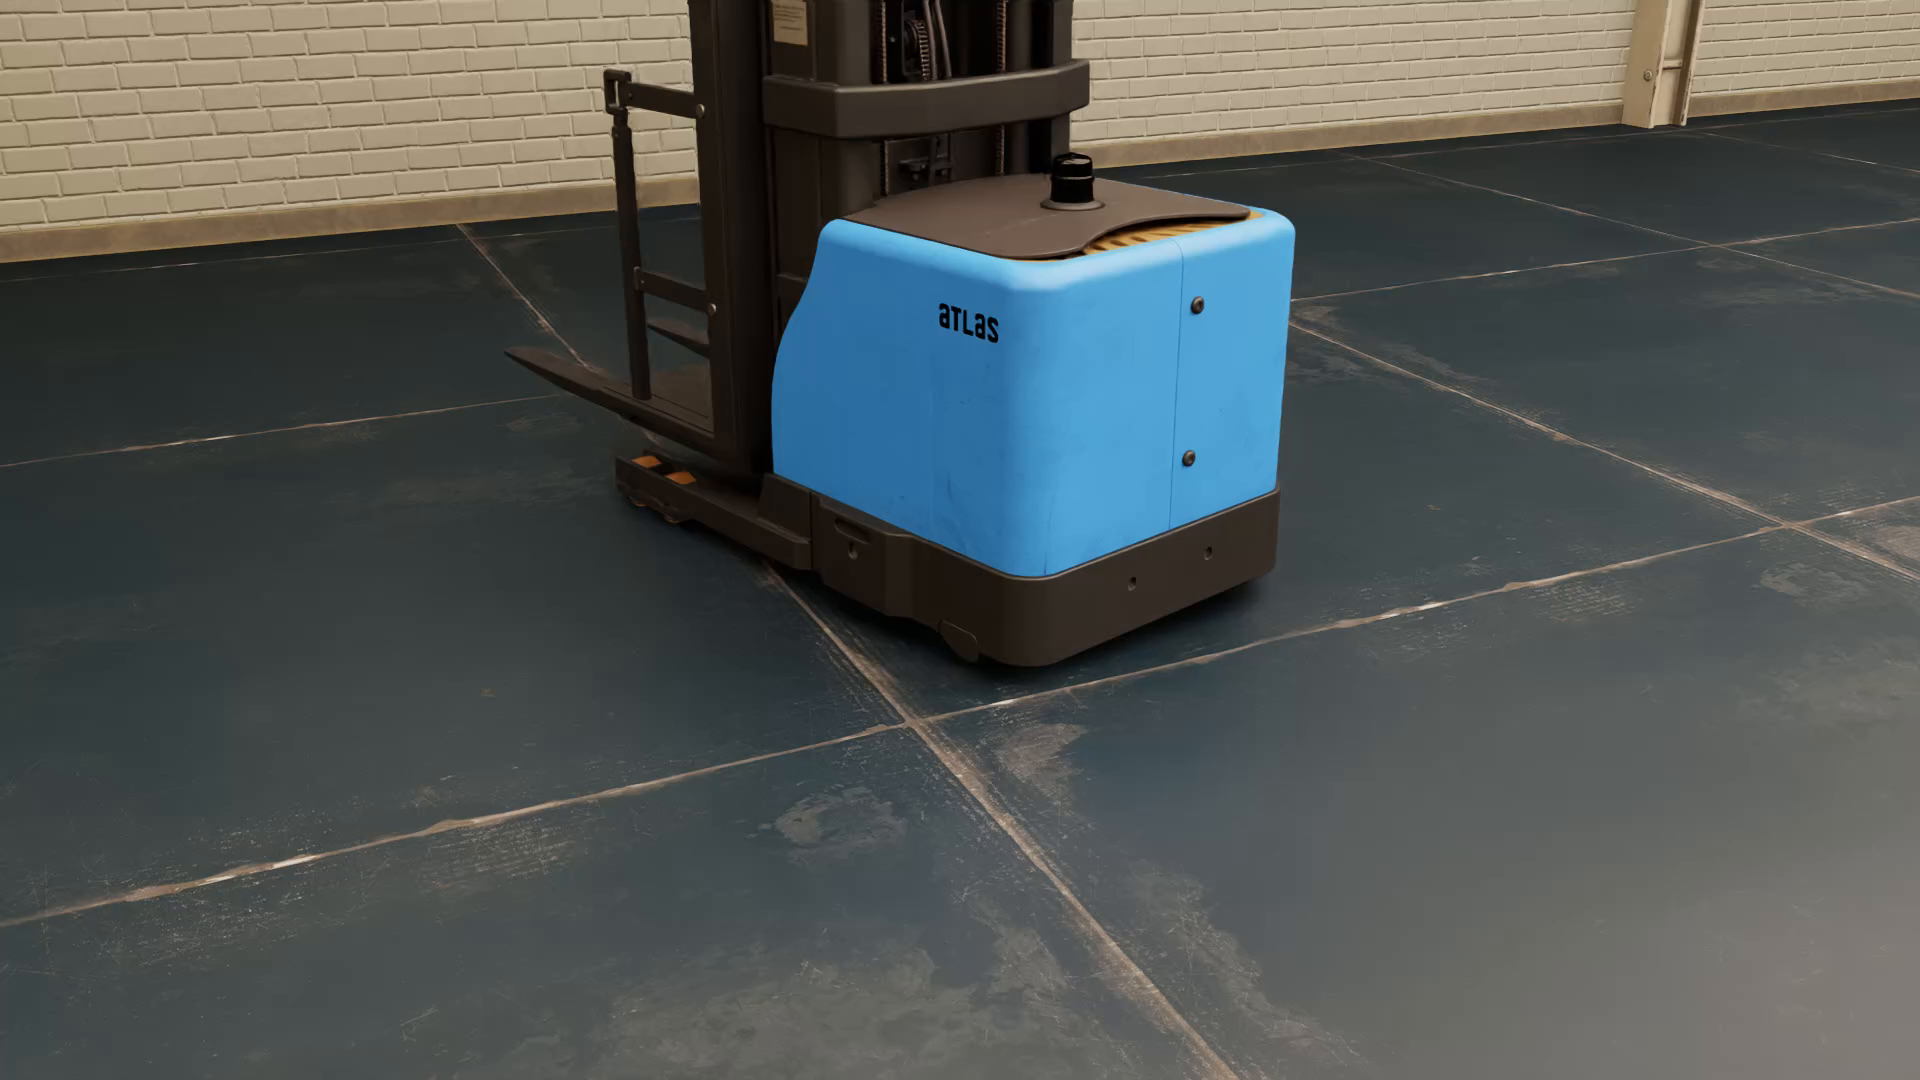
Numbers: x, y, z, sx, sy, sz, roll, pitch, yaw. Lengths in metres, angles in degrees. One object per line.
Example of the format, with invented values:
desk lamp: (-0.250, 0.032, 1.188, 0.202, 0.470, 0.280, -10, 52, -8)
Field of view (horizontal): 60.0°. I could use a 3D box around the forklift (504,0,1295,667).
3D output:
forklift: (-0.457, -1.519, 4.941, 1.130, 2.935, 3.031, -19, 29, -38)
